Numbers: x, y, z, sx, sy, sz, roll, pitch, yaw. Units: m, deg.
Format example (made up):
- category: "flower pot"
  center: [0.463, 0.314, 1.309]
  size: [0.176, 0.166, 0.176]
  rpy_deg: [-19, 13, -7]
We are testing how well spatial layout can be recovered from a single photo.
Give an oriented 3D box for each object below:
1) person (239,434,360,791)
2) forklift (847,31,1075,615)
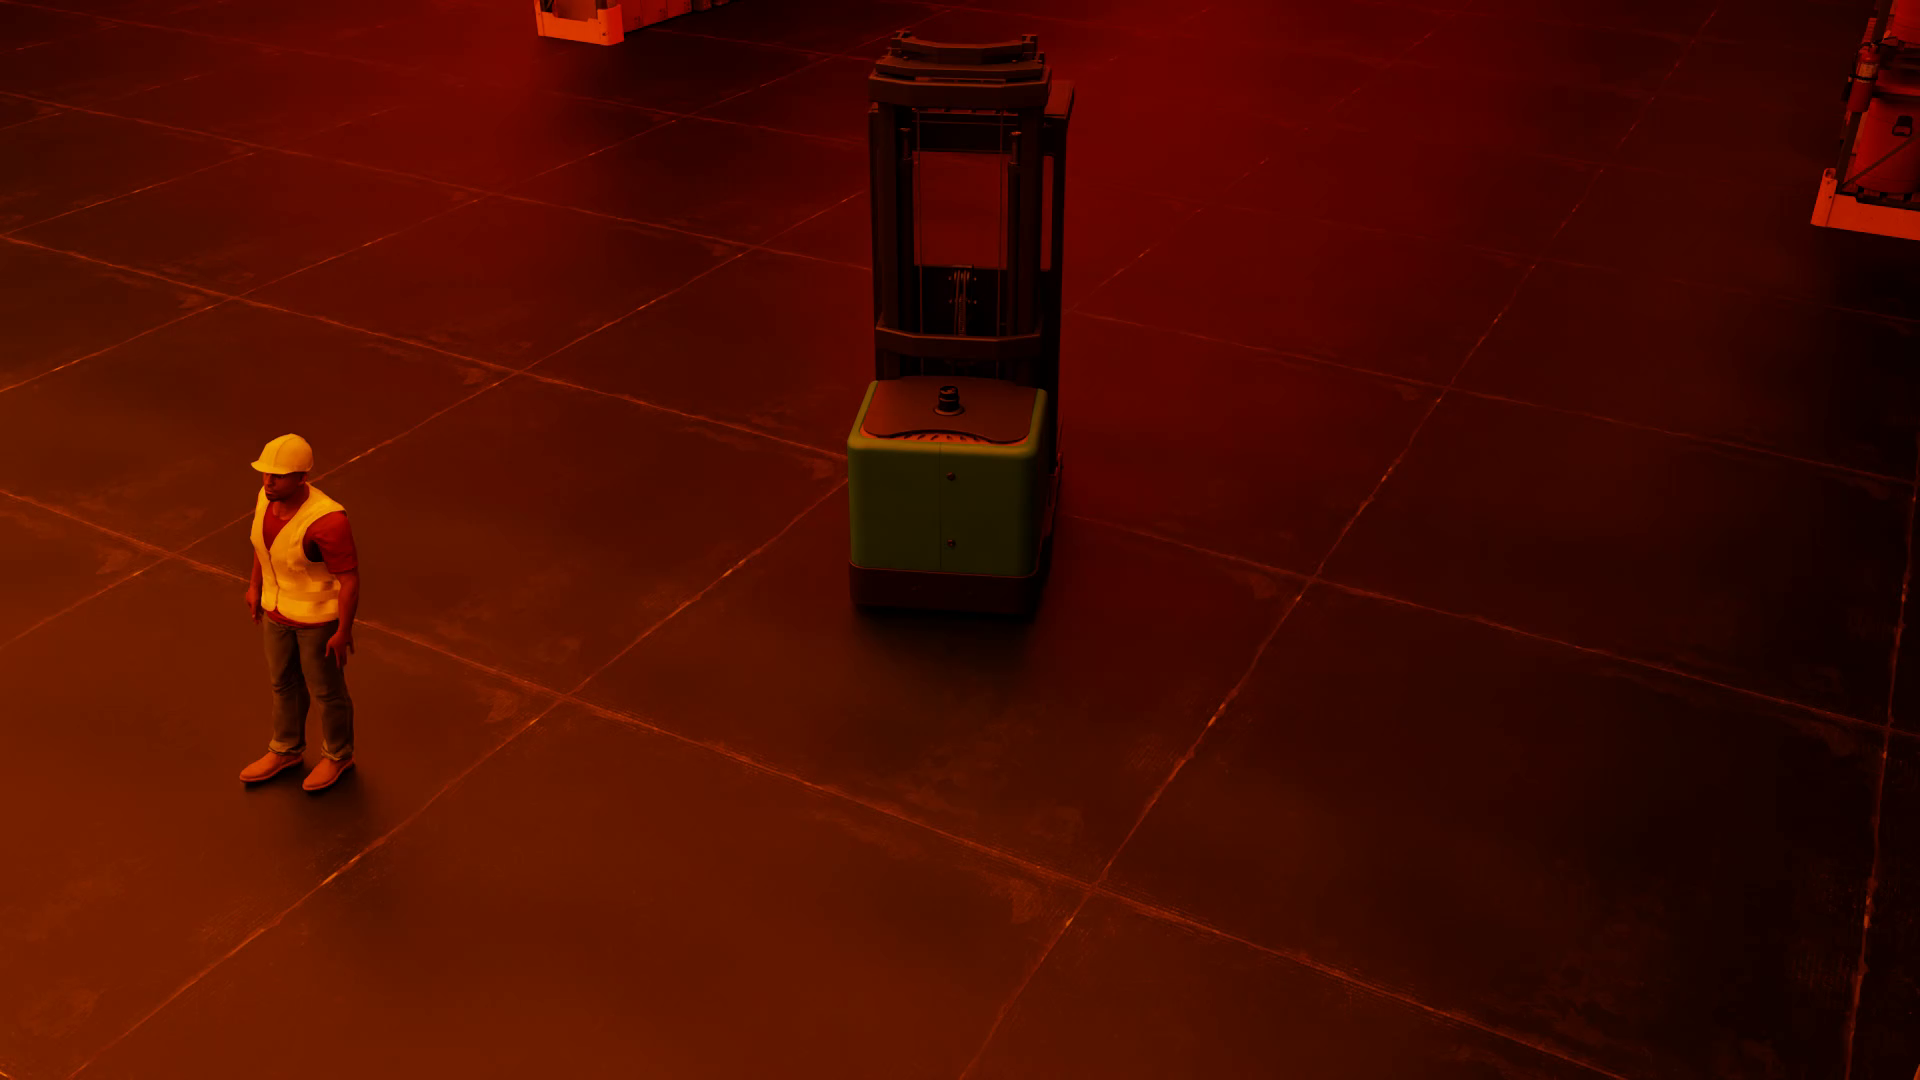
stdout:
- category: "person"
  center: [-3.055, 0.357, 7.603]
  size: [0.666, 1.766, 0.577]
  rpy_deg: [17, 34, 27]
- category: "forklift"
  center: [0.072, -1.572, 9.794]
  size: [1.130, 2.935, 3.031]
  rpy_deg: [3, 30, 6]
